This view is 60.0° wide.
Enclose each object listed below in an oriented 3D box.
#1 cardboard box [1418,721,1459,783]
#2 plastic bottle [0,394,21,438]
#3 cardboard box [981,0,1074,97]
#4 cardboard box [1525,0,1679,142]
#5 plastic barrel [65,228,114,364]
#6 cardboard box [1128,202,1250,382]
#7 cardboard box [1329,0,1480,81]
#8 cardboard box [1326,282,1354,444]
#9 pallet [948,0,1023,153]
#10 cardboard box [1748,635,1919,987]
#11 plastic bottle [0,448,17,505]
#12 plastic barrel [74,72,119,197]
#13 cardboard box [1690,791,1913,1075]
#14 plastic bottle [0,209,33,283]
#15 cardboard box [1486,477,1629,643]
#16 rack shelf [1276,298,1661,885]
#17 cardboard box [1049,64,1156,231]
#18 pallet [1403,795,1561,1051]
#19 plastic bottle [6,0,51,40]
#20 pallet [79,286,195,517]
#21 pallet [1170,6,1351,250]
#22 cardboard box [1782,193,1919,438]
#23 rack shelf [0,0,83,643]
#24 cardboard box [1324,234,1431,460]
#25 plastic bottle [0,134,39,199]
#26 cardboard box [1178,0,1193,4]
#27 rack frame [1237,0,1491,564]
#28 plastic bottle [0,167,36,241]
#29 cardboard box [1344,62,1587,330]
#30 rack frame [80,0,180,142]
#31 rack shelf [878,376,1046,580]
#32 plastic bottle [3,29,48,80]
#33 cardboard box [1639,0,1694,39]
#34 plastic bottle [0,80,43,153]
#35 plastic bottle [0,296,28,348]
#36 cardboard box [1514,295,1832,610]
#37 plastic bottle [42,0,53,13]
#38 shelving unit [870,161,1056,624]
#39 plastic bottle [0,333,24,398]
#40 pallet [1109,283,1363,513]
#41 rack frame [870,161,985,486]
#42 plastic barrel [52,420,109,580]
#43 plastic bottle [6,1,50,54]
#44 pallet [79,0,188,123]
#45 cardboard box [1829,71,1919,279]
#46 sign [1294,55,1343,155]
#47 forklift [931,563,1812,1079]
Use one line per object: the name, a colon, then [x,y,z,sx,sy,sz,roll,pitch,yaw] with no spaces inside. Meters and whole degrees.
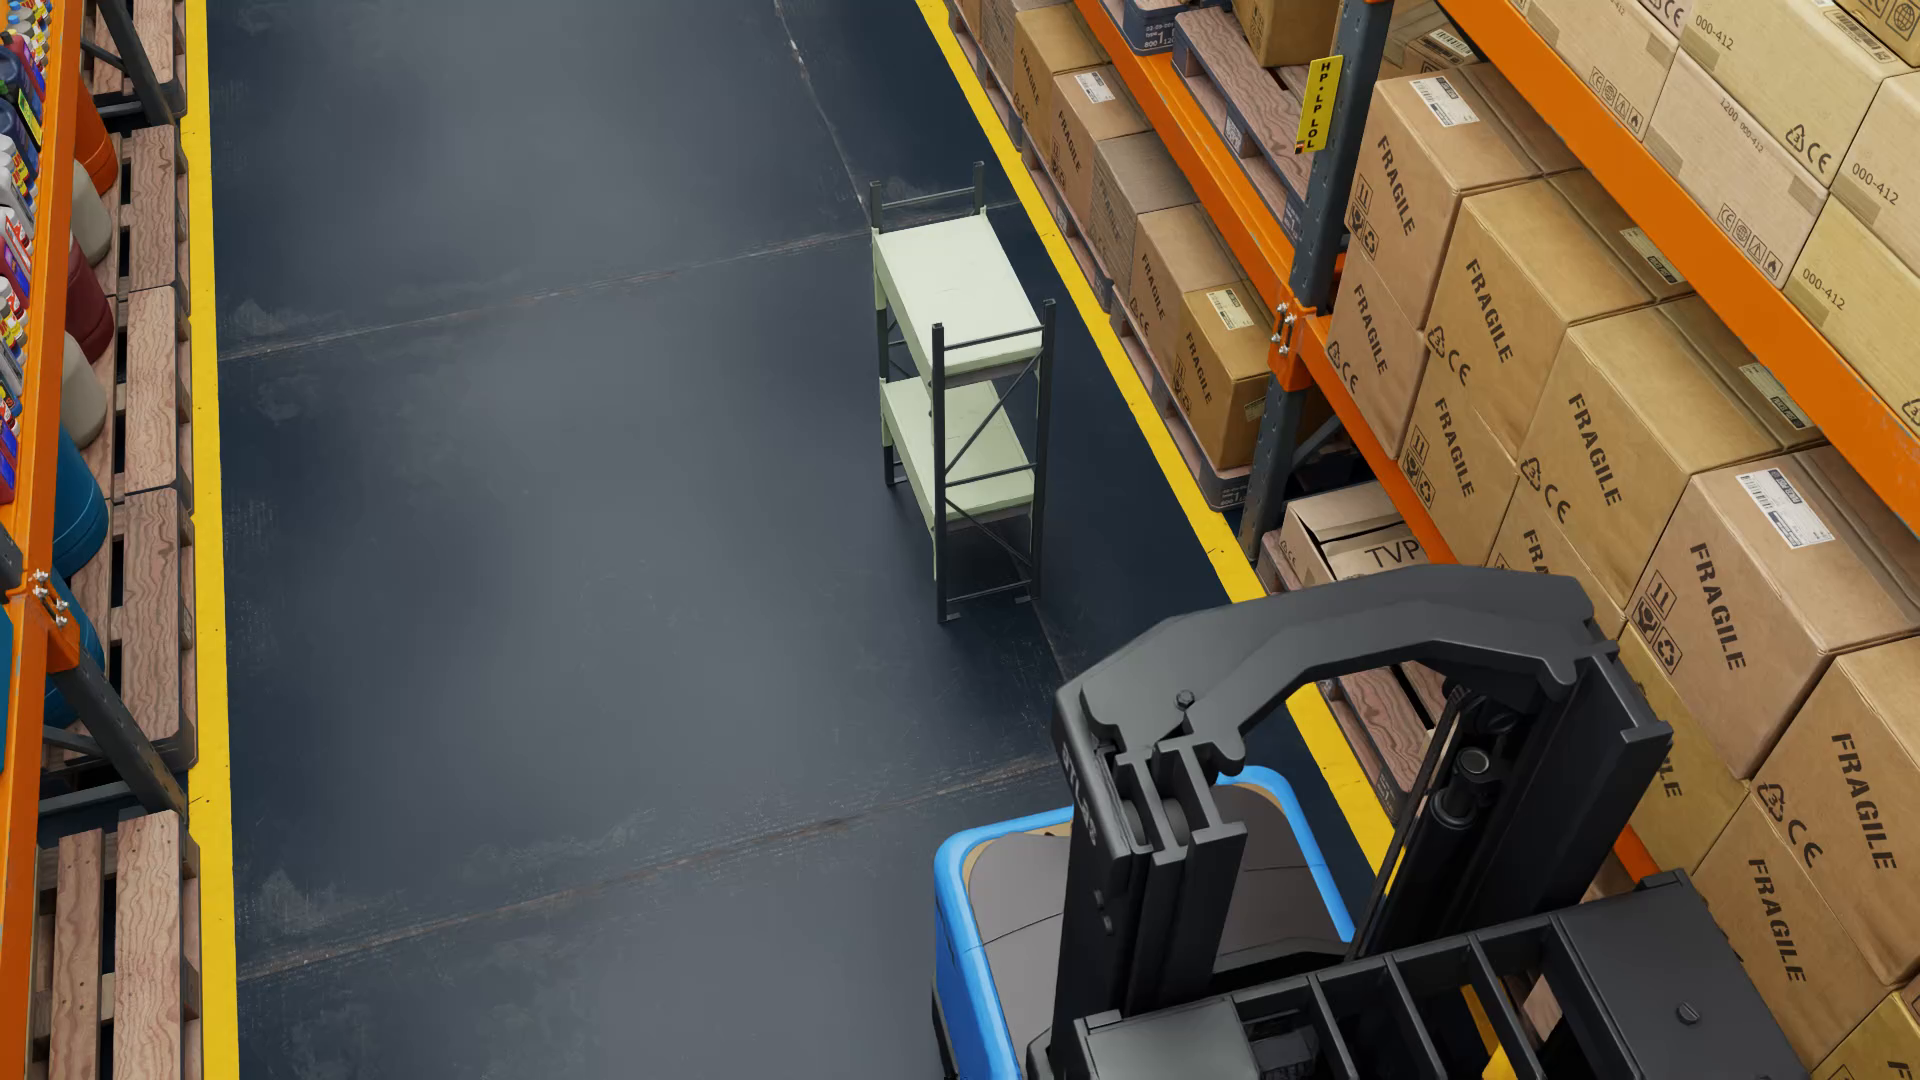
cardboard box: [1.767,0.723,5.534,0.380,0.166,0.250,-13,51,-11]
plastic bottle: [-2.941,-0.394,5.040,0.097,0.201,0.097,0,50,0]
cardboard box: [0.423,-2.513,8.043,0.500,0.500,0.500,-15,51,-12]
cardboard box: [1.636,-1.175,3.704,0.500,0.250,0.500,-13,51,-11]
plastic barrel: [-3.837,-1.018,6.738,0.600,0.588,0.708,-13,51,-11]
cardboard box: [1.026,-1.028,6.792,0.500,0.500,0.500,-13,51,-11]
cardboard box: [1.658,-1.598,5.585,0.700,0.500,0.500,-30,56,-23]
cardboard box: [1.674,-0.778,6.581,0.500,0.500,0.500,-15,52,-13]
pallet: [0.586,-2.502,8.511,1.003,0.211,1.213,-13,51,-11]
cardboard box: [2.065,0.524,3.416,0.500,0.500,0.500,-12,51,-10]
plastic bottle: [-2.849,-0.243,4.859,0.061,0.283,0.133,-13,51,-11]
plastic barrel: [-4.171,-1.920,7.341,0.600,0.830,0.708,-13,51,-11]
cardboard box: [2.076,0.846,3.799,0.500,0.500,0.500,-13,51,-11]
plastic bottle: [-3.195,-0.977,5.482,0.152,0.276,0.135,-13,51,-11]
cardboard box: [1.775,0.107,4.422,0.500,0.500,0.500,-14,51,-11]
rack shelf: [2.176,0.659,4.493,1.077,0.370,4.000,-13,51,-11]
cardboard box: [0.726,-1.765,7.413,0.500,0.500,0.500,-15,51,-12]
pallet: [2.151,1.260,5.340,1.003,0.211,1.213,-13,51,-11]
plastic bottle: [-3.604,-2.056,6.395,0.097,0.271,0.097,0,50,0]
pallet: [-3.701,-0.483,6.809,1.003,0.211,1.213,-13,51,-11]
pallet: [1.452,-1.580,6.035,1.003,0.211,1.213,-13,51,-11]
cardboard box: [1.933,-0.445,3.089,0.500,0.250,0.500,-13,51,-11]
rack shelf: [-3.740,-1.145,6.014,1.077,0.370,4.000,-13,51,-11]
cardboard box: [1.475,-0.632,5.045,0.500,0.500,0.500,-12,51,-10]
plastic bottle: [-3.301,-1.307,5.763,0.097,0.271,0.097,0,50,0]
cardboard box: [1.003,-2.477,6.326,0.700,0.500,0.500,-25,54,-20]
rack frame: [1.584,-1.033,5.449,1.000,3.000,0.127,-13,51,-11]
plastic bottle: [-3.264,-1.146,5.625,0.152,0.276,0.135,-13,51,-11]
cardboard box: [1.455,-0.980,4.685,0.500,0.500,0.500,-12,51,-10]
rack frame: [-4.331,-2.838,6.970,1.000,3.000,0.127,-13,51,-11]
rack shelf: [-0.002,-0.278,6.220,0.431,0.370,0.720,-13,51,-11]
plastic bottle: [-3.518,-1.820,6.242,0.097,0.201,0.097,0,50,0]
cardboard box: [1.640,-1.337,3.514,0.500,0.250,0.500,-13,51,-11]
plastic bottle: [-3.372,-1.534,5.947,0.061,0.283,0.133,-13,51,-11]
plastic bottle: [-3.067,-0.706,5.303,0.097,0.201,0.097,0,50,0]
cardboard box: [1.759,-0.228,4.051,0.500,0.500,0.500,-15,51,-12]
plastic bottle: [-3.662,-2.198,6.515,0.097,0.271,0.097,0,50,0]
shelving unit: [-0.002,-0.488,5.970,0.431,1.500,0.755,-13,51,-11]
plastic bottle: [-3.030,-0.568,5.138,0.152,0.276,0.135,-13,51,-11]
pallet: [1.308,-0.720,7.009,1.003,0.211,1.213,-13,51,-11]
rack frame: [-0.110,-0.756,6.196,0.400,1.500,0.023,-13,51,-11]
plastic barrel: [-3.503,-0.294,5.923,0.600,0.901,0.708,-13,51,-11]
plastic bottle: [-3.575,-1.962,6.362,0.097,0.201,0.097,0,50,0]
pallet: [-4.524,-2.514,8.521,1.003,0.211,1.213,-13,51,-11]
cardboard box: [1.925,-0.604,2.896,0.500,0.250,0.500,-13,51,-11]
sign: [1.055,-1.279,4.898,0.100,0.325,0.005,-13,51,-11]
forklift: [0.780,1.547,3.319,1.130,2.935,3.031,-11,51,-9]
